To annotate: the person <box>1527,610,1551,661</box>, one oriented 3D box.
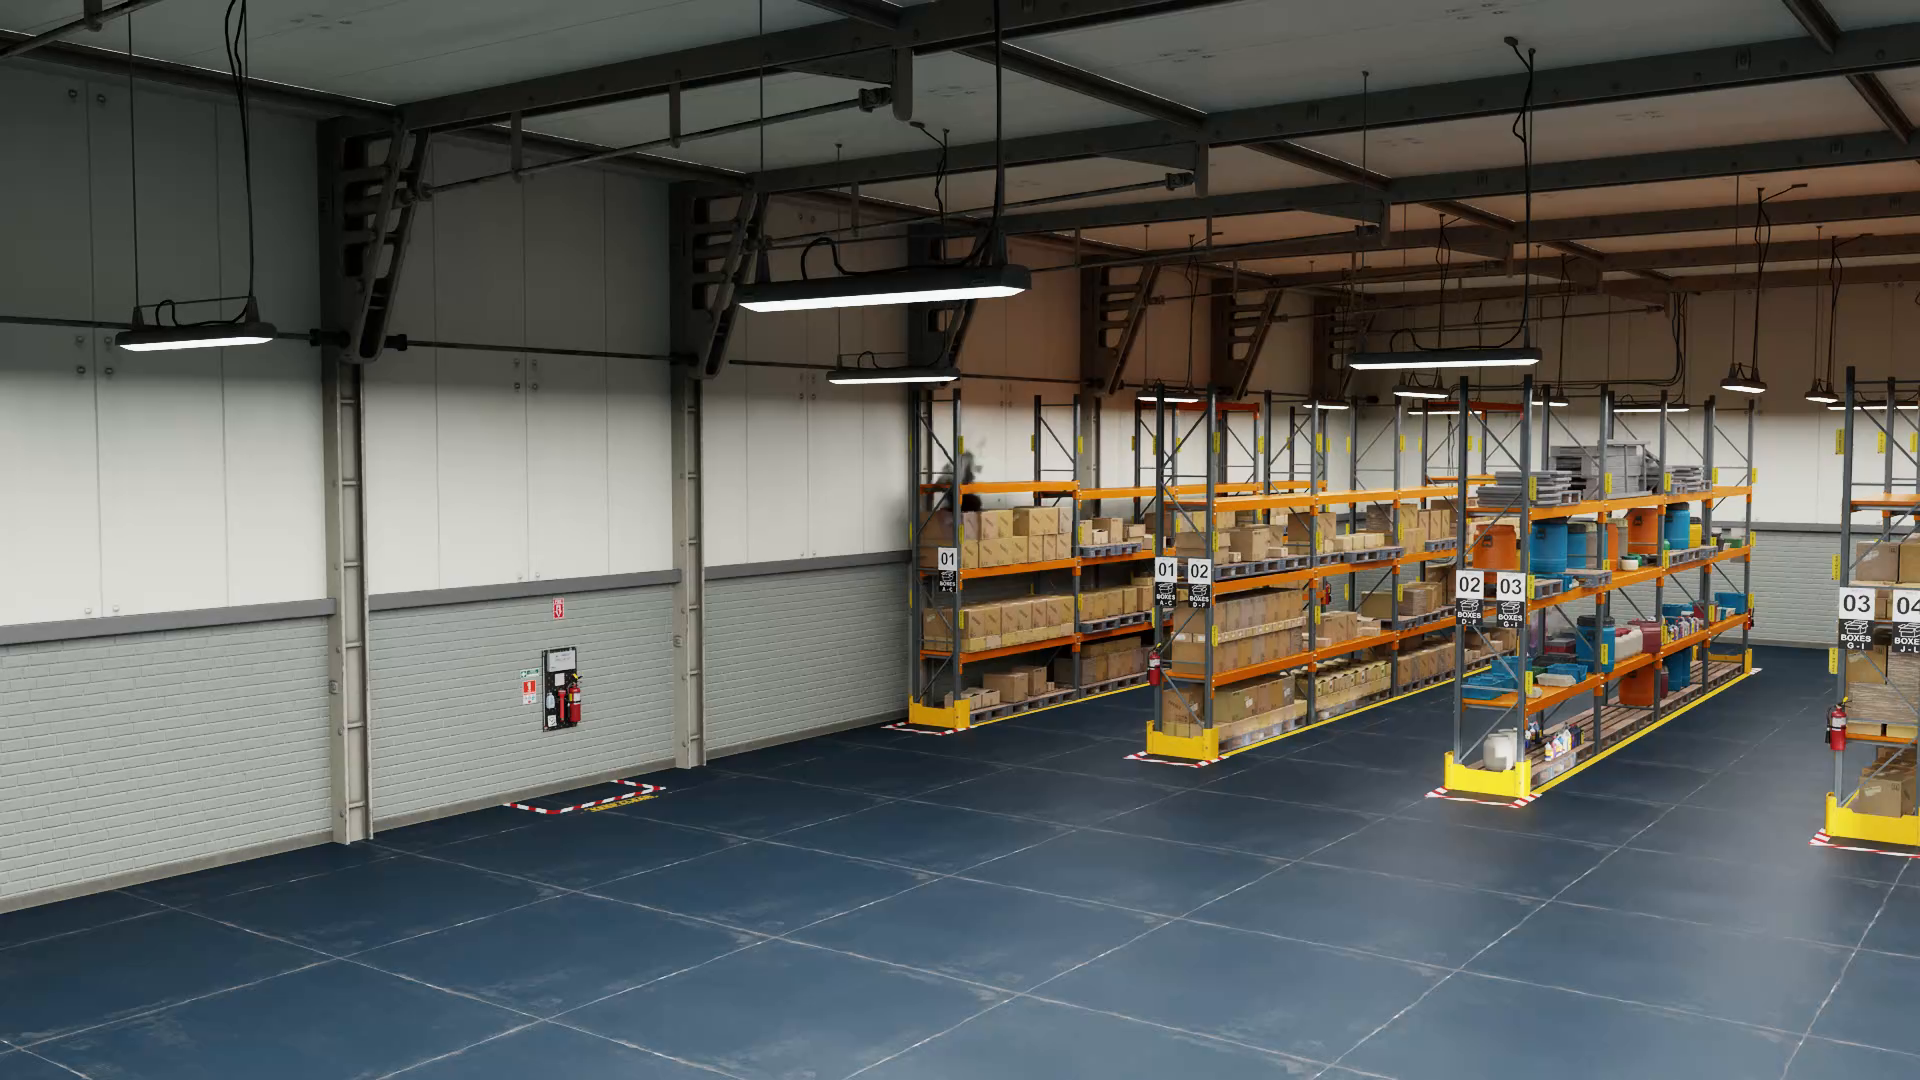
[{"bbox_3d":[12.040,2.240,34.693,0.547,1.564,0.767,2,4,26],"label":"person"}]
